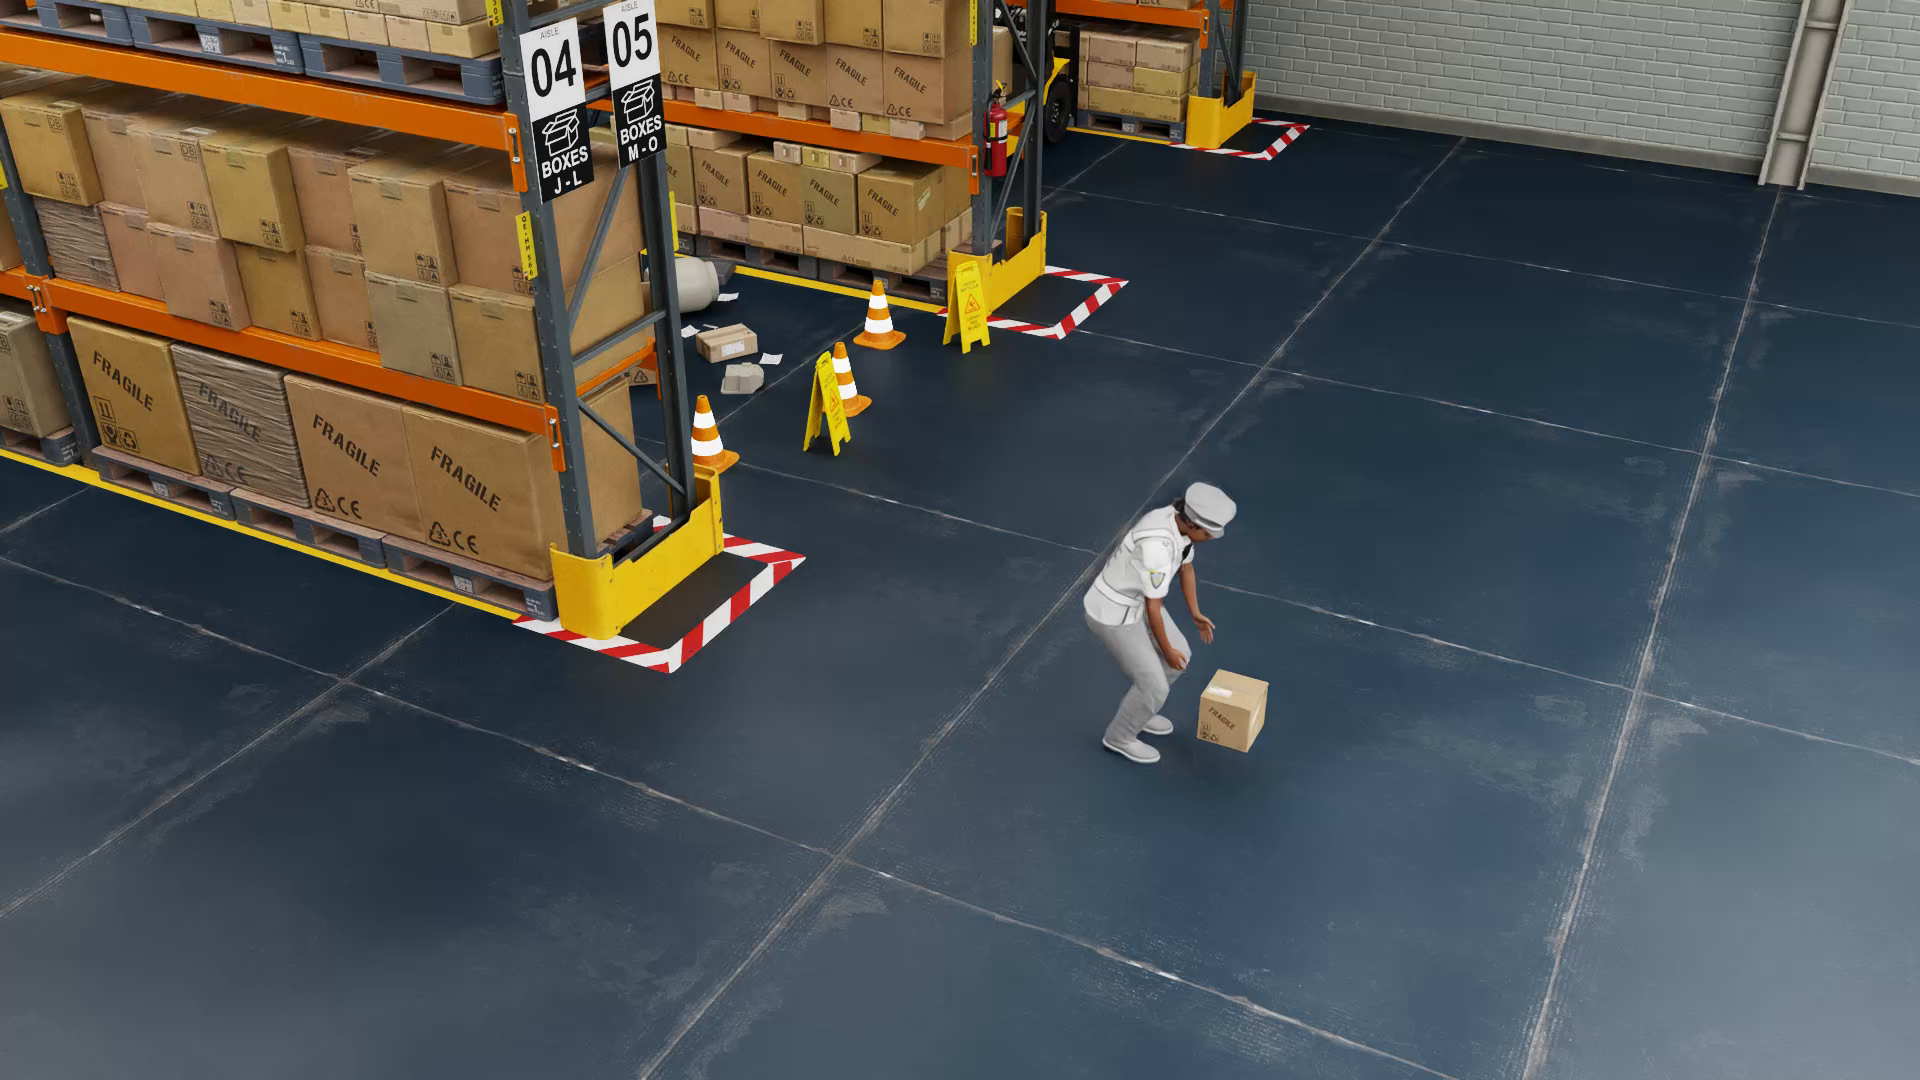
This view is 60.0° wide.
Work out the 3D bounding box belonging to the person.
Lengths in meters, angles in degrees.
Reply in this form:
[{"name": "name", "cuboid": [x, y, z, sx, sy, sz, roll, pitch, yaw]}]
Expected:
[{"name": "person", "cuboid": [0.933, 0.361, 7.899, 0.670, 1.440, 0.494, 15, 33, 24]}]
